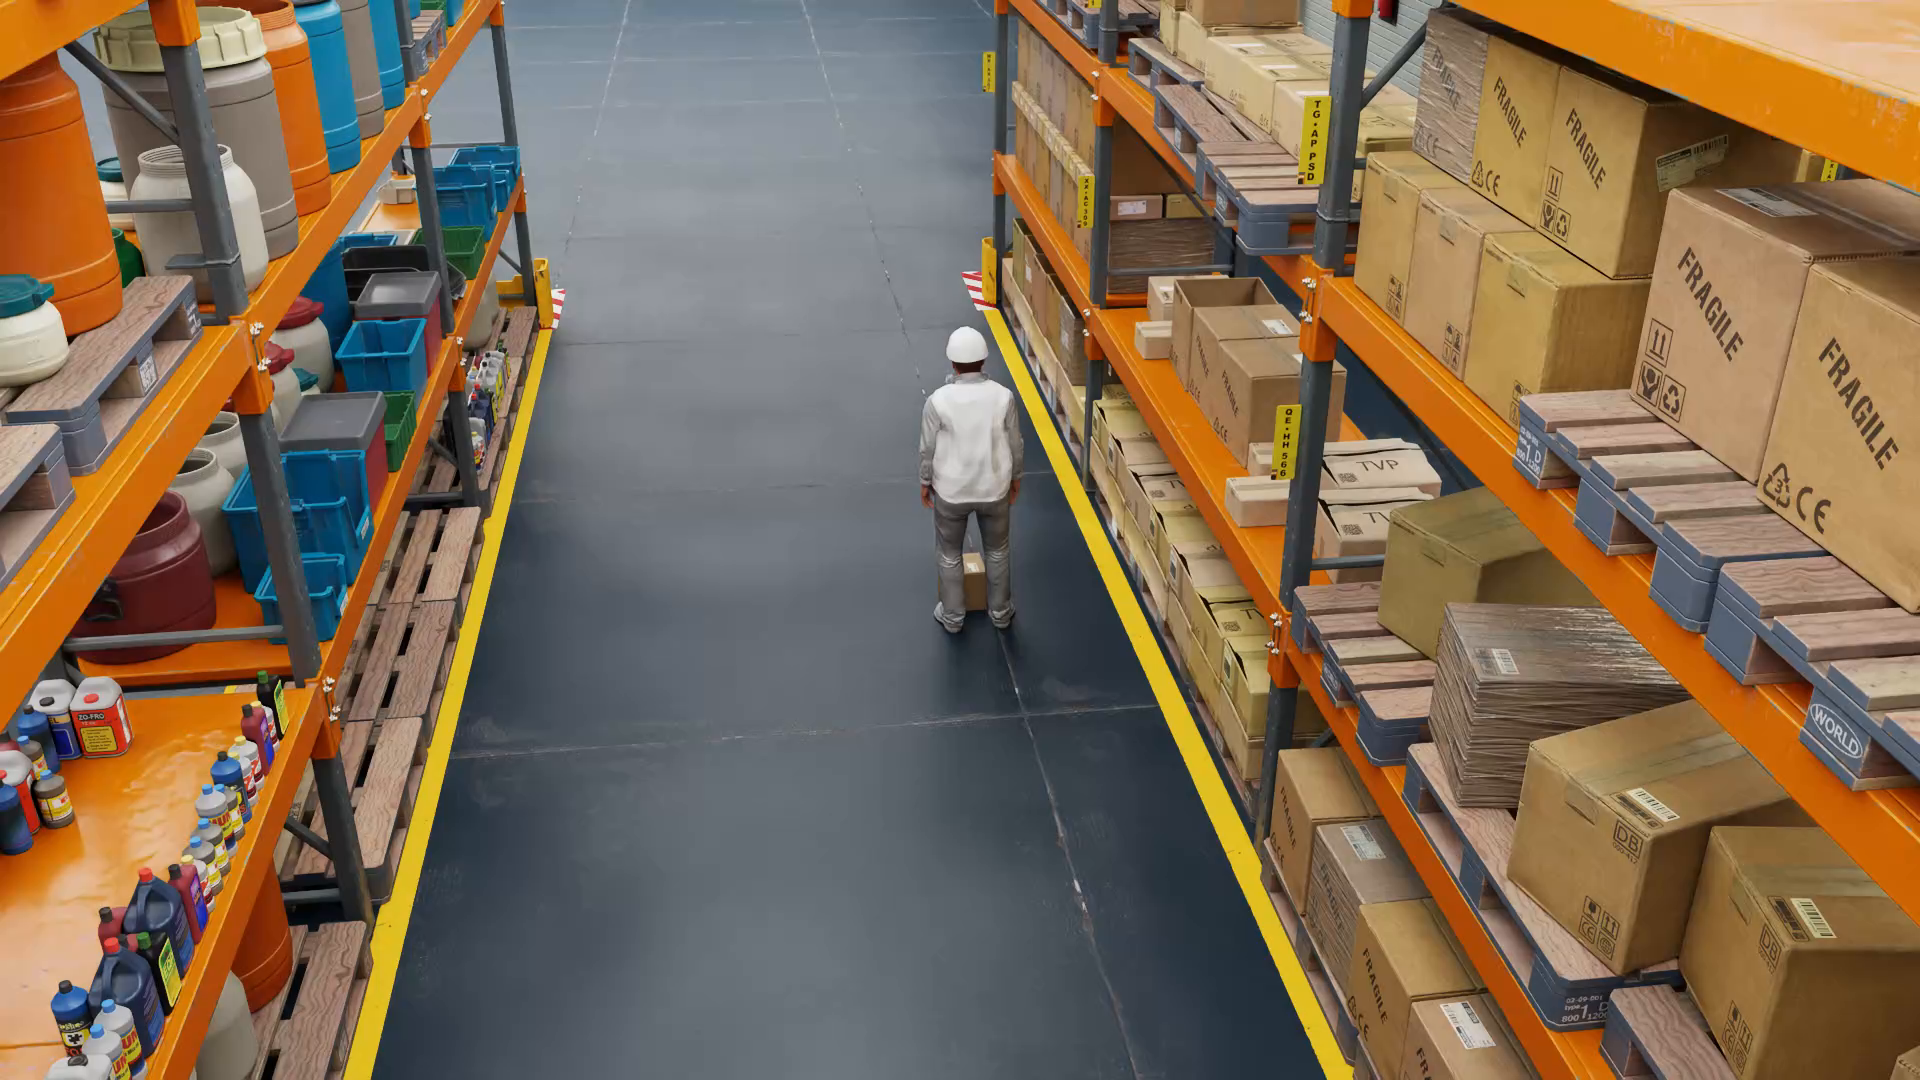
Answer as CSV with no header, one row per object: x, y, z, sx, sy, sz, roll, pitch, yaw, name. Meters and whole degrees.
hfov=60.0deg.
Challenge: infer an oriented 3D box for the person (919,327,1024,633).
0.062,-0.312,9.201,0.581,1.772,0.460,-3,27,-7,person
